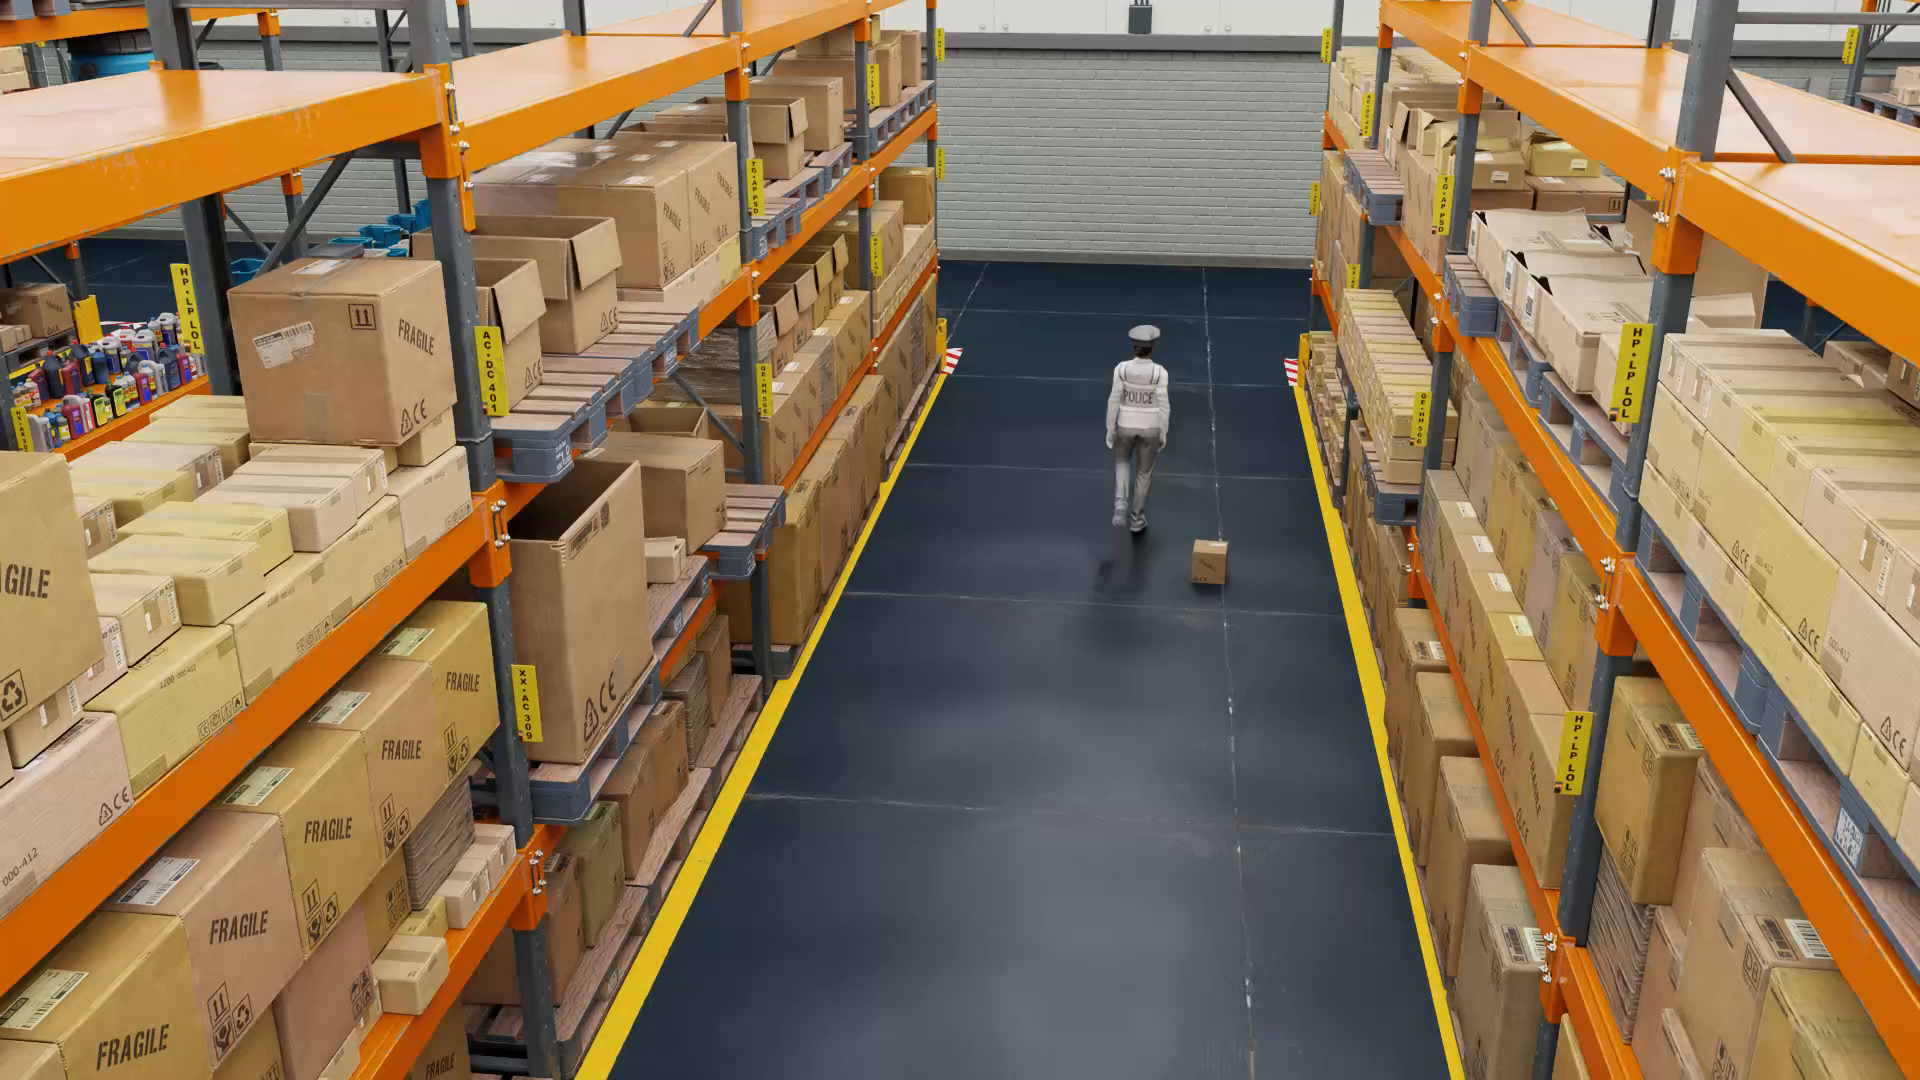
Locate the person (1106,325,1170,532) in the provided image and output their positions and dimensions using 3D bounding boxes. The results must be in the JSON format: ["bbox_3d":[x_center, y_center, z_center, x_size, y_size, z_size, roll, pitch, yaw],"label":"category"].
[{"bbox_3d":[1.421,-0.882,13.258,0.508,1.667,0.433,6,22,16],"label":"person"}]
